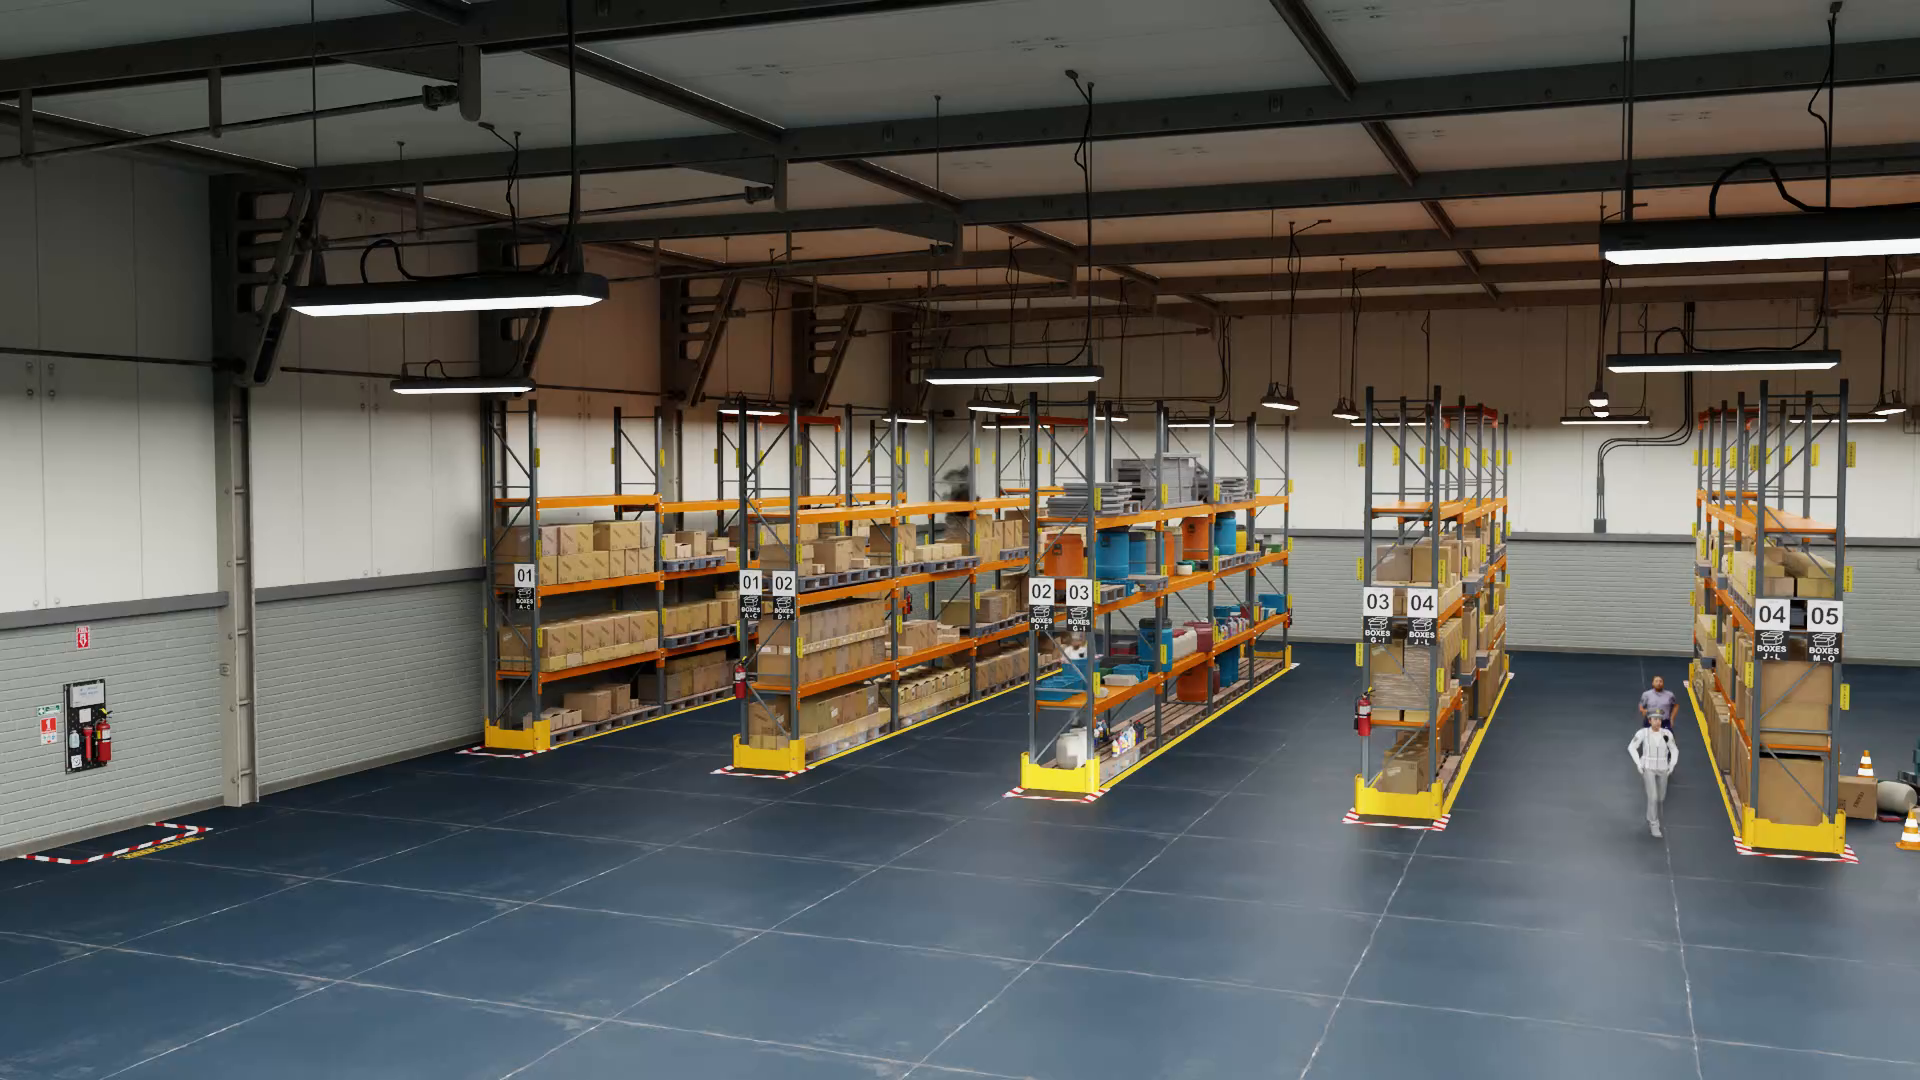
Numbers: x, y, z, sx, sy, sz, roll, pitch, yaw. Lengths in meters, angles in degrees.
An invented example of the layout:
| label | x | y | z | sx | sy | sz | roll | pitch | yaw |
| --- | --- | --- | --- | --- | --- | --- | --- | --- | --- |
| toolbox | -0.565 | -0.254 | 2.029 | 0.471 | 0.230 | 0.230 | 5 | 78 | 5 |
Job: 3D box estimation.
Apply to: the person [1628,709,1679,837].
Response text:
| label | x | y | z | sx | sy | sz | roll | pitch | yaw |
| --- | --- | --- | --- | --- | --- | --- | --- | --- | --- |
| person | 9.294 | 3.084 | 22.292 | 0.626 | 1.698 | 0.778 | 0 | 3 | 8 |

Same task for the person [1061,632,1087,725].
| label | x | y | z | sx | sy | sz | roll | pitch | yaw |
| --- | --- | --- | --- | --- | --- | --- | --- | --- | --- |
| person | 2.167 | 2.592 | 31.147 | 0.644 | 1.732 | 0.595 | 1 | 3 | 18 |

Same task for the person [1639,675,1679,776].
| label | x | y | z | sx | sy | sz | roll | pitch | yaw |
| --- | --- | --- | --- | --- | --- | --- | --- | --- | --- |
| person | 10.872 | 2.923 | 25.861 | 0.591 | 1.600 | 0.576 | 1 | 3 | 18 |
